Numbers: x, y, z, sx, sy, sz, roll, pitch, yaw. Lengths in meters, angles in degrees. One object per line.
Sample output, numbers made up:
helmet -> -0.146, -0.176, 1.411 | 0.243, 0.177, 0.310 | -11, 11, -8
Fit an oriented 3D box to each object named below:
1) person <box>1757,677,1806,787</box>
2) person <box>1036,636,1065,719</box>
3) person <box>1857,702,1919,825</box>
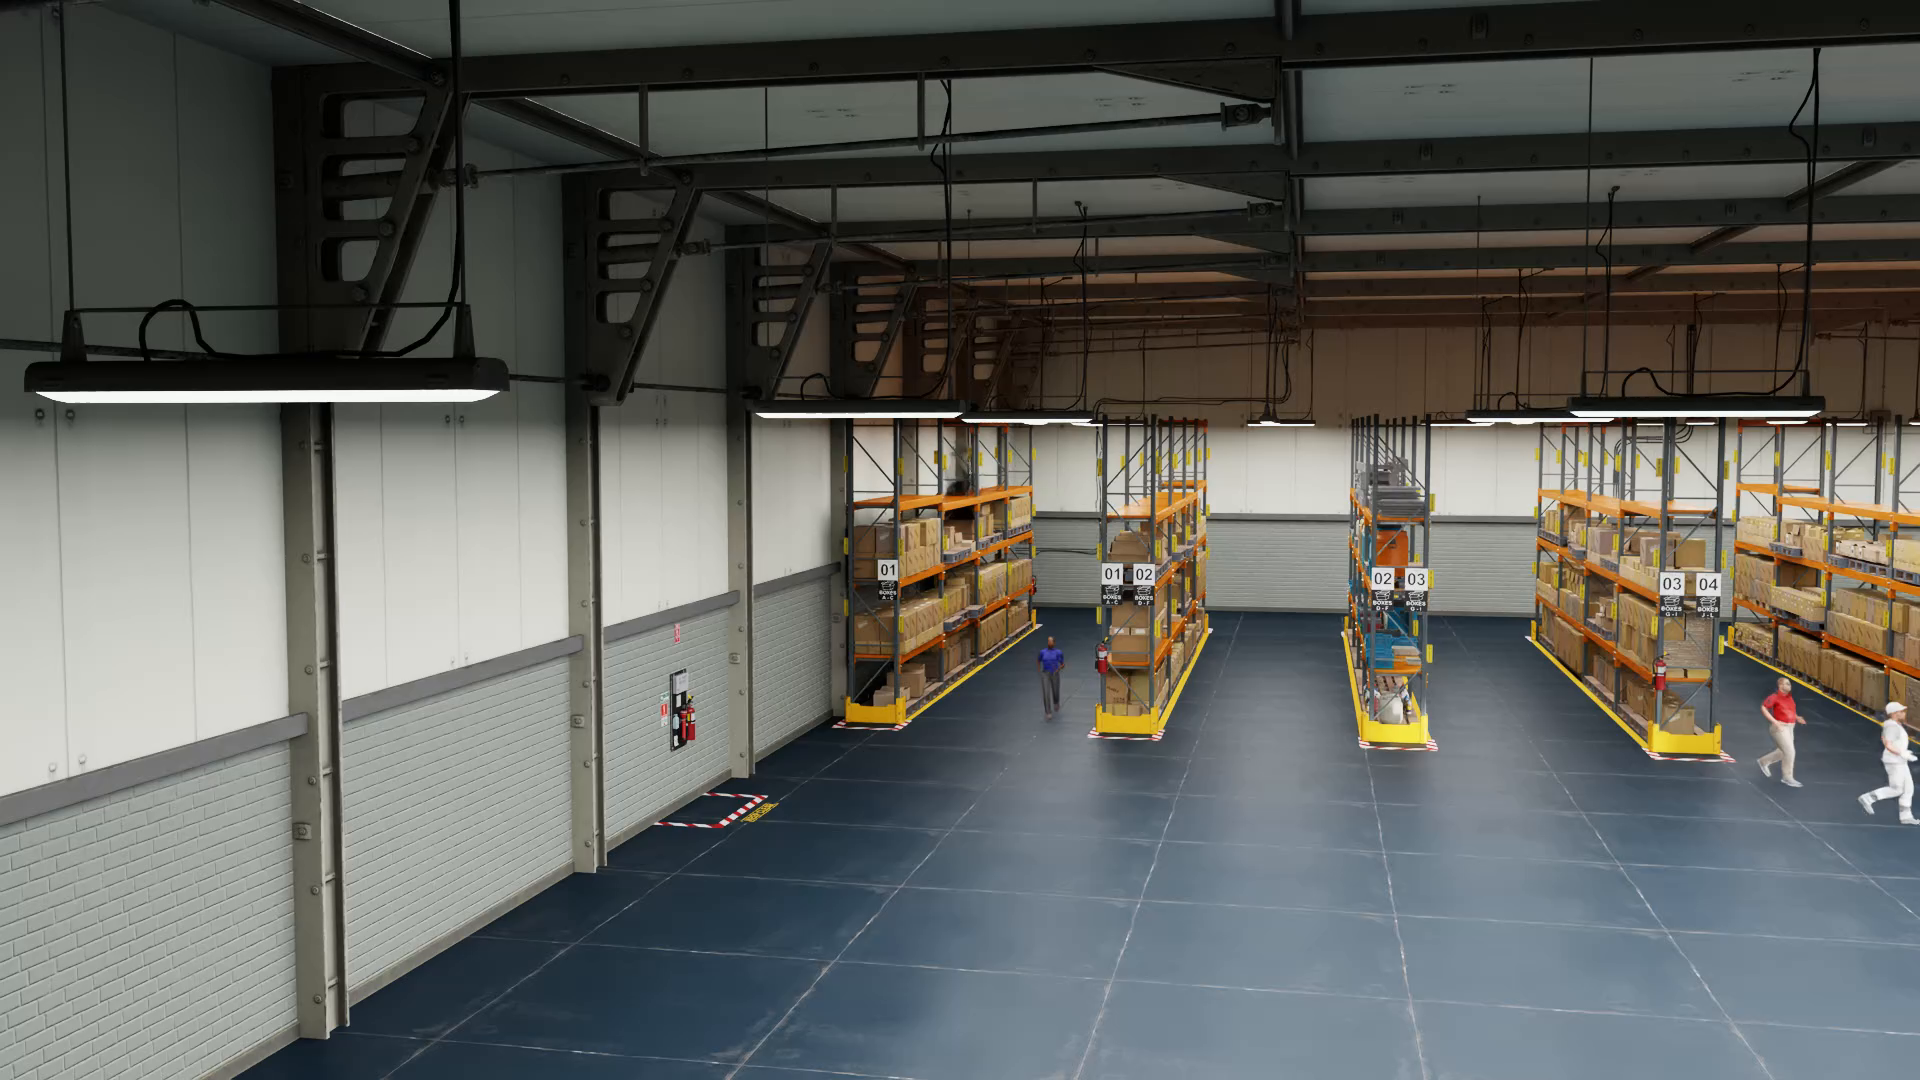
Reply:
person -> 13.274, 3.078, 26.898 | 0.683, 1.725, 0.766 | -3, 5, -37
person -> 1.791, 2.714, 33.071 | 0.581, 1.608, 0.681 | 1, 4, 8
person -> 13.519, 3.223, 24.099 | 0.860, 1.763, 0.667 | 2, 5, 33
